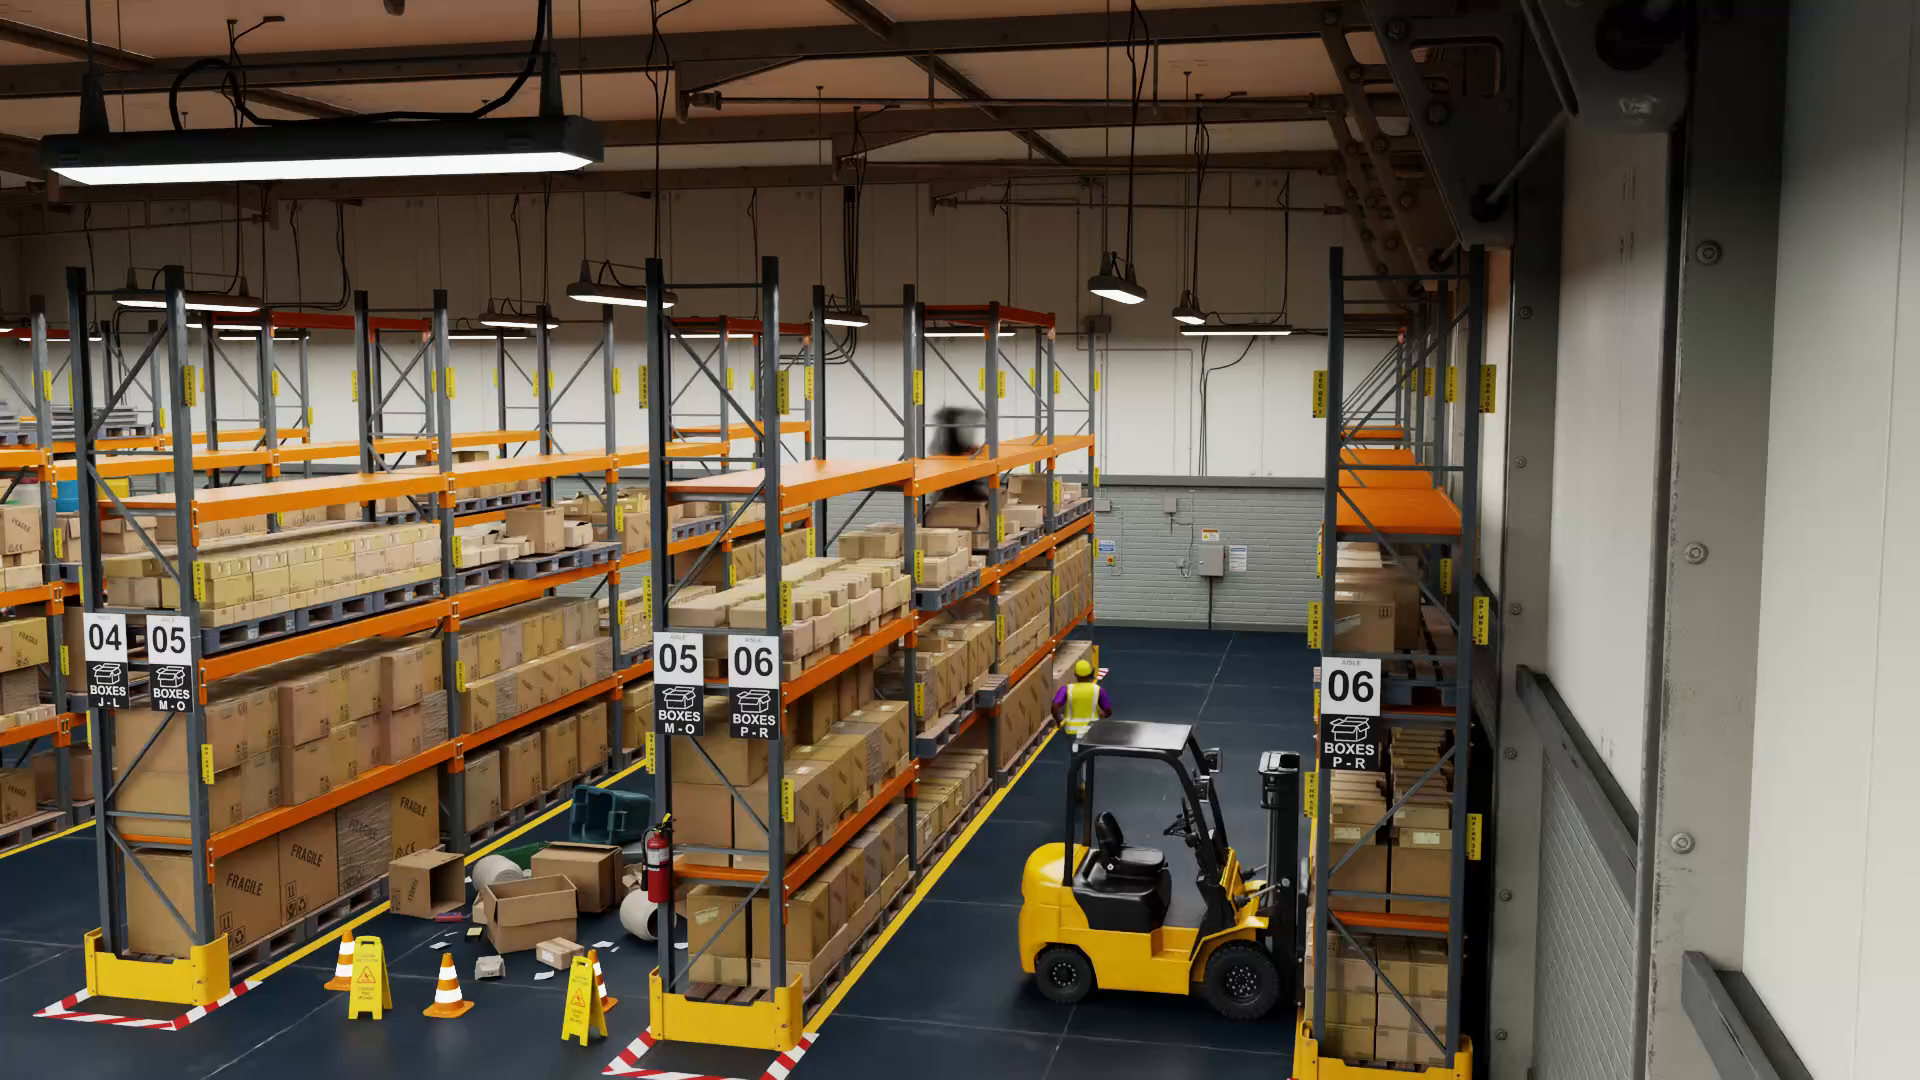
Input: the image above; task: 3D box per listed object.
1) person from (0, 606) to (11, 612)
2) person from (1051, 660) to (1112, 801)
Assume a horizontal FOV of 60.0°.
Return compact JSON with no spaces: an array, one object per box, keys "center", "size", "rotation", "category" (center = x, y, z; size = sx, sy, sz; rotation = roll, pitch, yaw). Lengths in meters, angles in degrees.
[{"center":[-15.952,1.481,27.870],"size":[0.680,1.767,0.718],"rotation":[1,6,12],"category":"person"},{"center":[1.461,2.308,19.771],"size":[0.689,1.772,0.885],"rotation":[1,6,9],"category":"person"}]
